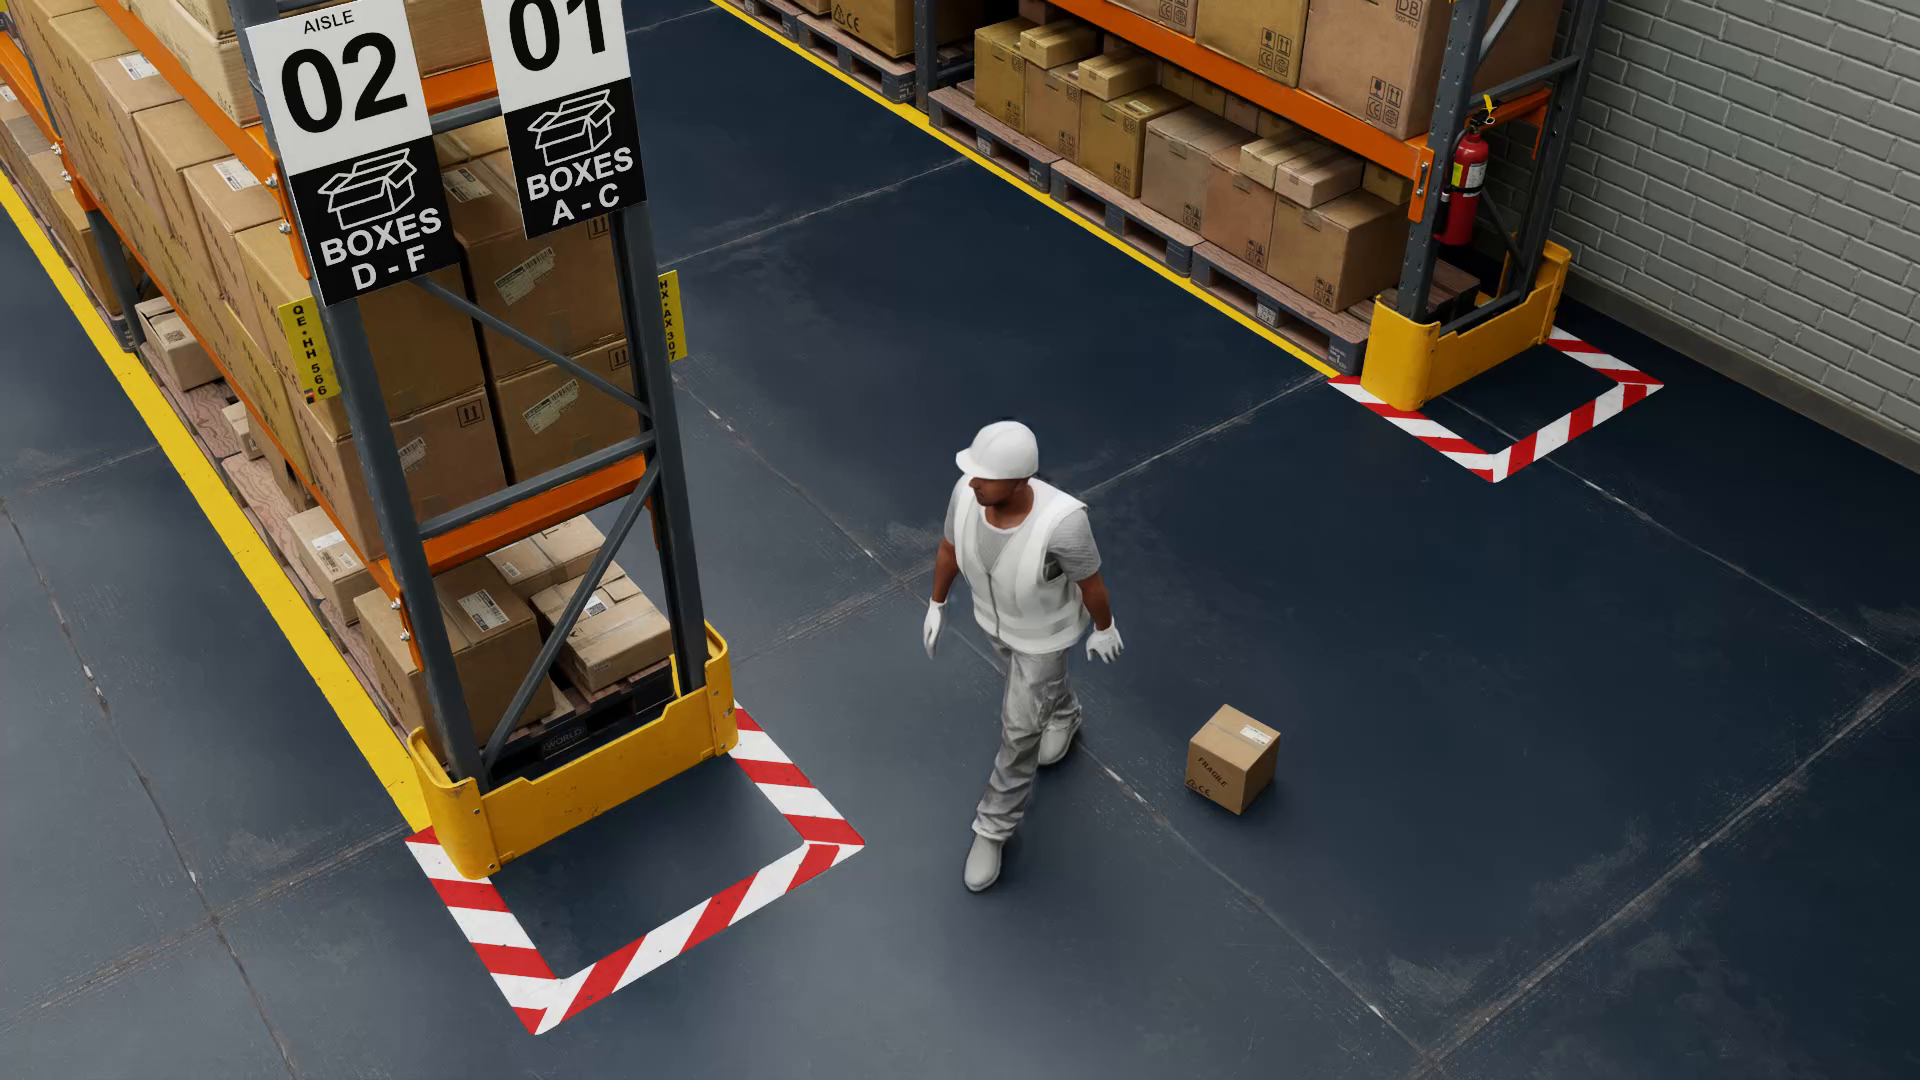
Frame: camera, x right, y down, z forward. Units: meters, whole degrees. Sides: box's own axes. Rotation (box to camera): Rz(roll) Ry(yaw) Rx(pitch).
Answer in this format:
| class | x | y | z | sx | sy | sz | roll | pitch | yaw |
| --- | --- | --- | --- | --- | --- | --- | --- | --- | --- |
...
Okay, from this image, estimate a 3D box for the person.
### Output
| class | x | y | z | sx | sy | sz | roll | pitch | yaw |
| --- | --- | --- | --- | --- | --- | --- | --- | --- | --- |
| person | 0.195 | 0.293 | 5.784 | 0.892 | 1.744 | 0.609 | -33 | 50 | -33 |
